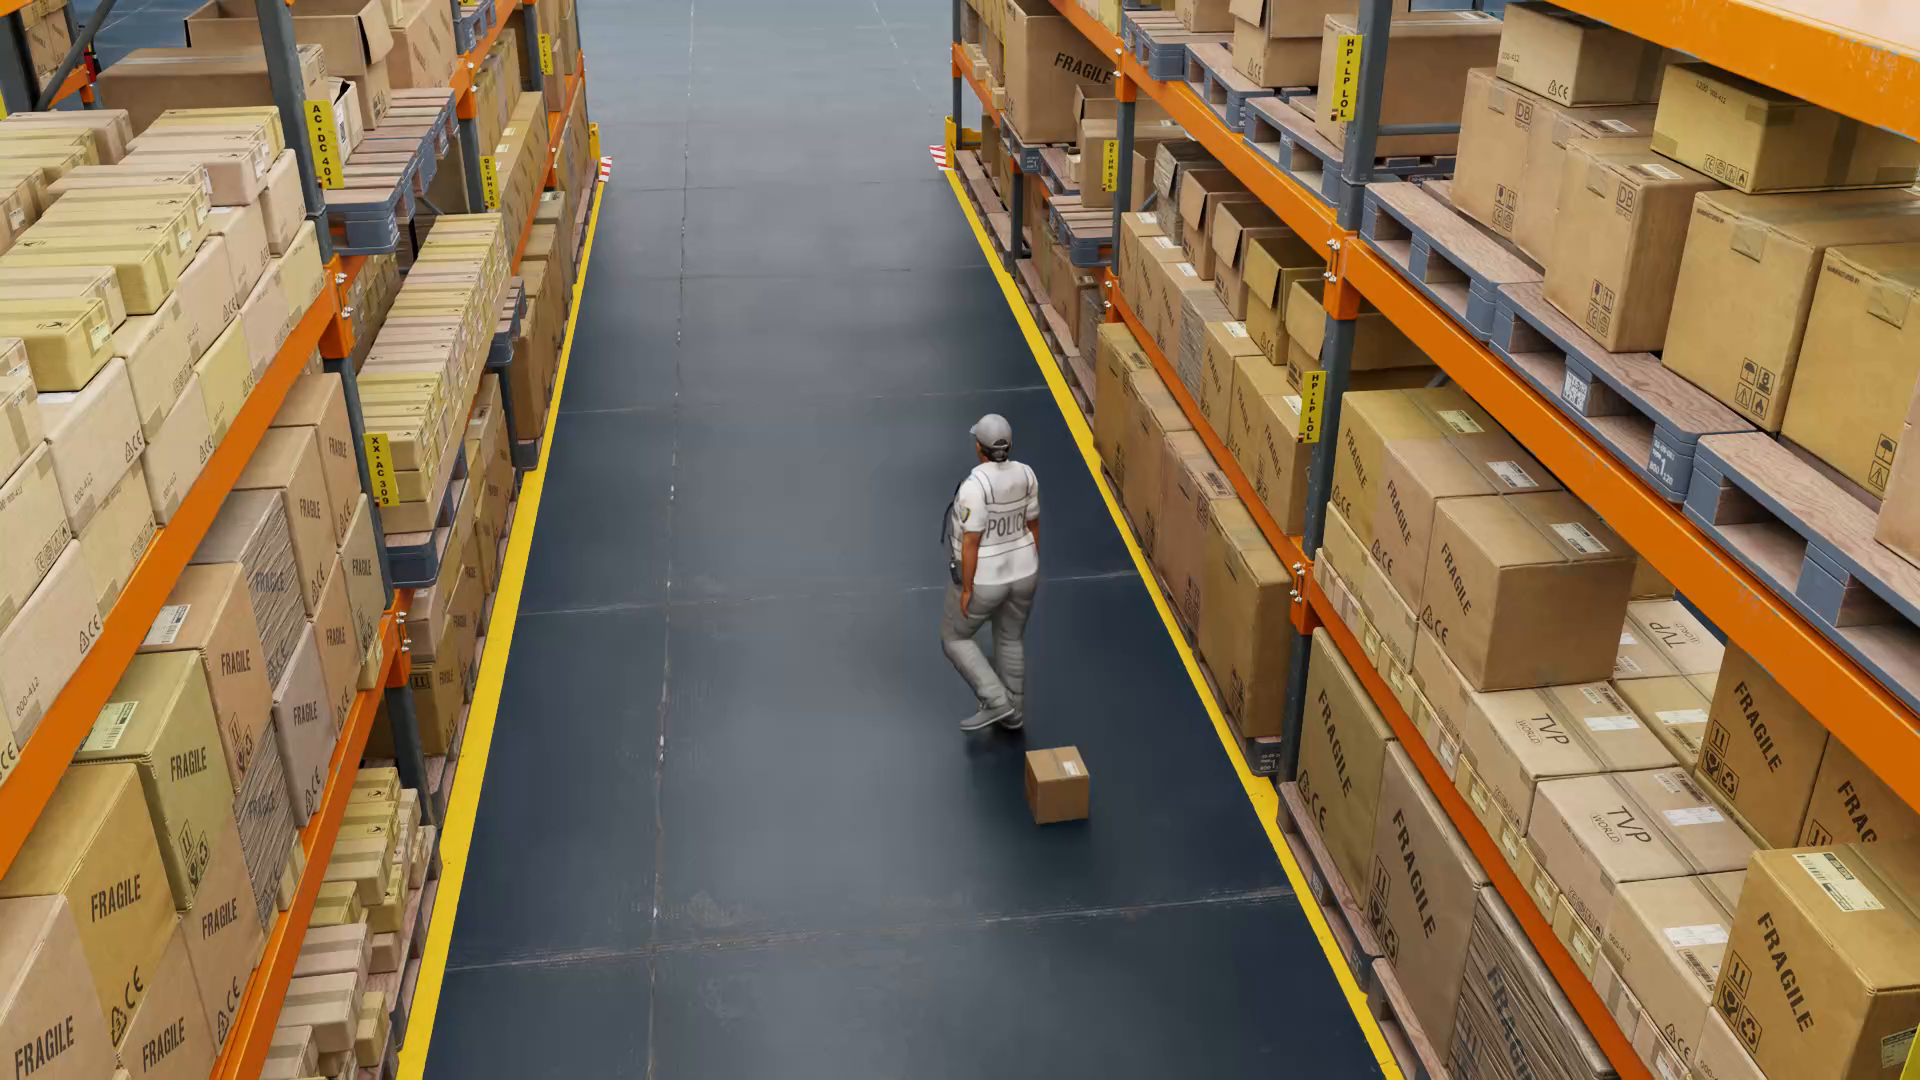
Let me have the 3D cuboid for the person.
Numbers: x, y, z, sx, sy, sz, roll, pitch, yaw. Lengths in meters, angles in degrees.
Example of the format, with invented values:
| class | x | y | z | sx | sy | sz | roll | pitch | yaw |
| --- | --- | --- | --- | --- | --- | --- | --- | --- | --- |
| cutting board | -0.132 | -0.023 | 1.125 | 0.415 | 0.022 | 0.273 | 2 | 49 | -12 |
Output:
| class | x | y | z | sx | sy | sz | roll | pitch | yaw |
| --- | --- | --- | --- | --- | --- | --- | --- | --- | --- |
| person | 0.173 | 0.196 | 8.225 | 0.553 | 1.656 | 0.550 | -19 | 33 | -32 |
